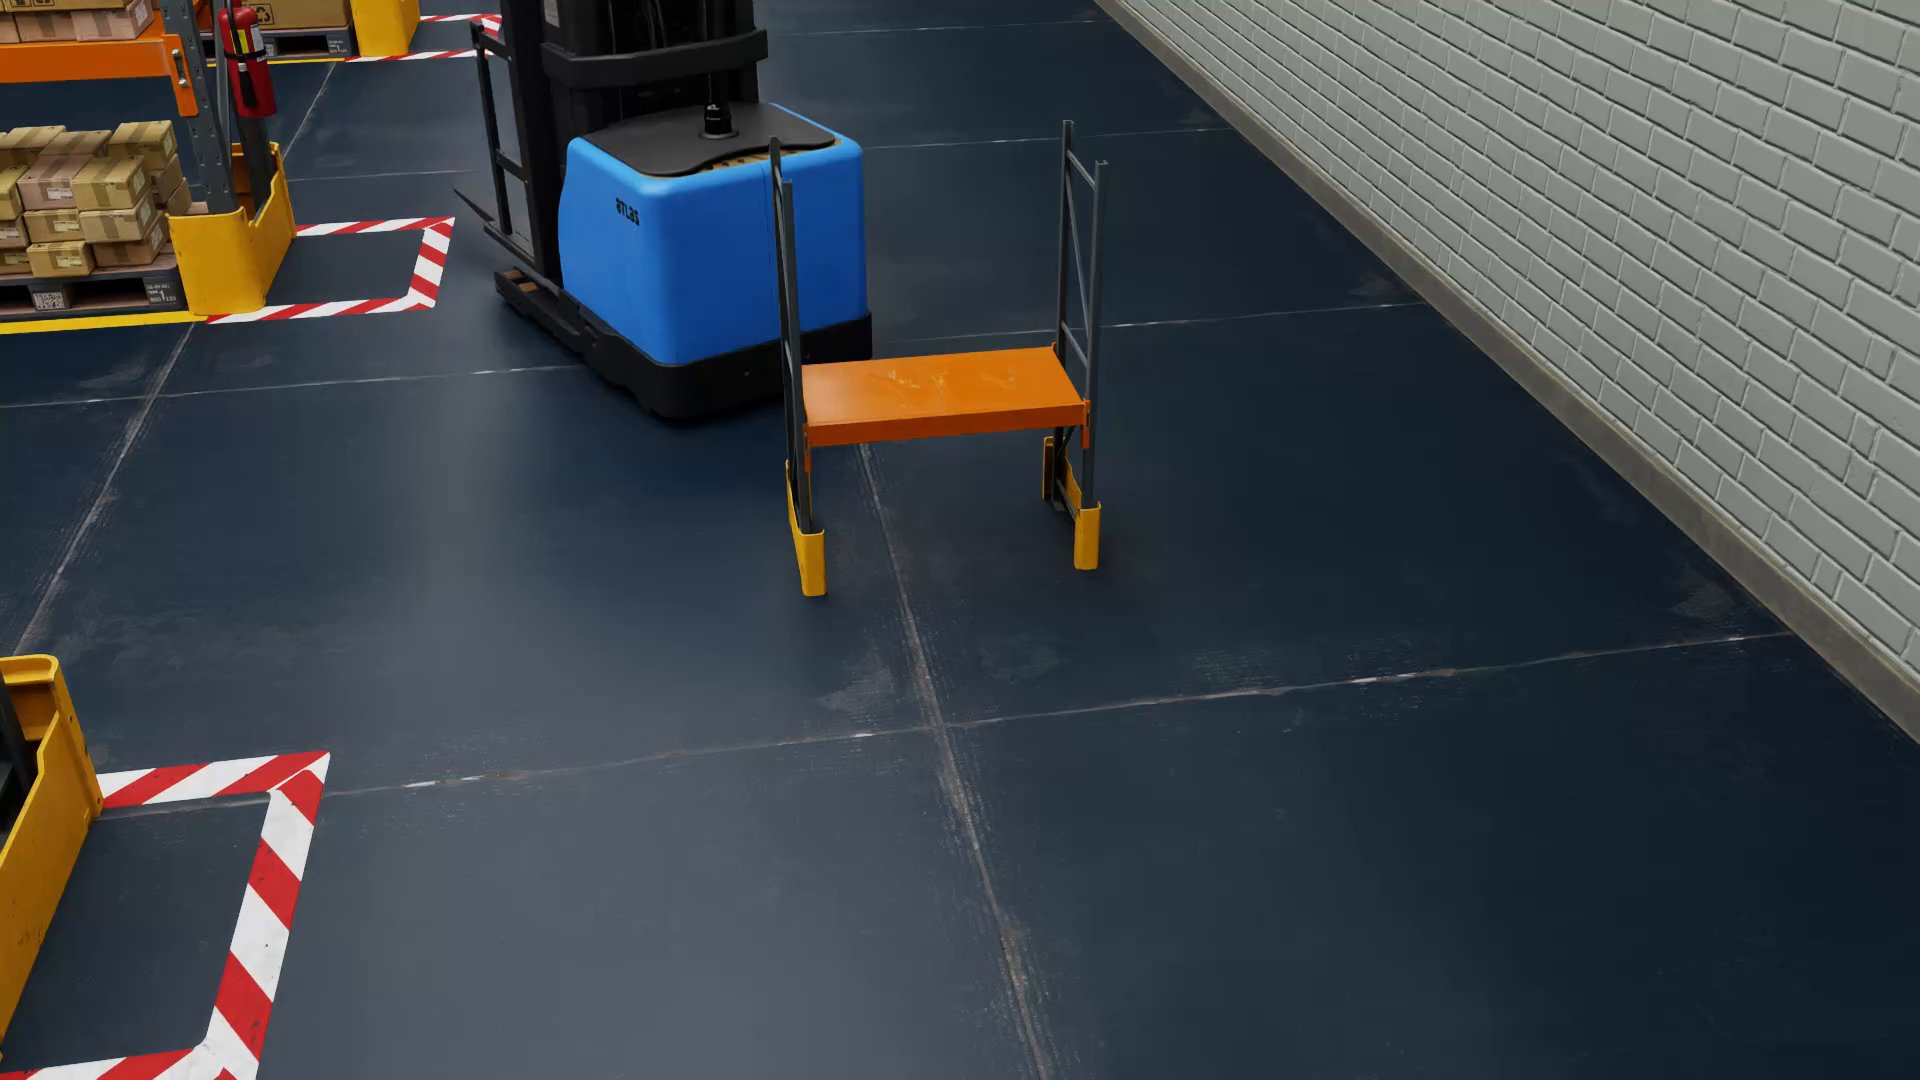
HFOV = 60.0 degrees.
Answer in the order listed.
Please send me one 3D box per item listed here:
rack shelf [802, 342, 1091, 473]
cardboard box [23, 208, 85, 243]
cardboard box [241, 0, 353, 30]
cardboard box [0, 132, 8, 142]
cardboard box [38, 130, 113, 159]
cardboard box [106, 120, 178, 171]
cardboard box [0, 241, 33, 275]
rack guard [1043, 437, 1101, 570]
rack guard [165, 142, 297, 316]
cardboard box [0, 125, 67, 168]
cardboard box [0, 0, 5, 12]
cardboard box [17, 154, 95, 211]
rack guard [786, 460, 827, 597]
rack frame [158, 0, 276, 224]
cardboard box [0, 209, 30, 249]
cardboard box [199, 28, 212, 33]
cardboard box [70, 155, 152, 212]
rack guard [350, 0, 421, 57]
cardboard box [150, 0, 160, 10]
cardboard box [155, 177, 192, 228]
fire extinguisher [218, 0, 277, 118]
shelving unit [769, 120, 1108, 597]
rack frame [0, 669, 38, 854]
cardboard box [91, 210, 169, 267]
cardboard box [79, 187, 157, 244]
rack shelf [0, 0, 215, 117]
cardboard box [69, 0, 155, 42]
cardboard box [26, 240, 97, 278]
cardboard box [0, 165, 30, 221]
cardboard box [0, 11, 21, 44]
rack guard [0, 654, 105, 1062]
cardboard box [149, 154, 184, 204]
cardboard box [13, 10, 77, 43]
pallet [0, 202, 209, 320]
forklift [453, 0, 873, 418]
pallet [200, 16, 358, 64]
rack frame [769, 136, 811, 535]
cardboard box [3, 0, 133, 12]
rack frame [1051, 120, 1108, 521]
[{"bbox_3d":[-0.084,-0.484,5.948,1.000,0.185,0.538,-5,31,-9],"label":"rack shelf"},{"bbox_3d":[-4.358,-1.585,8.092,0.250,0.149,0.380,-6,31,-10],"label":"cardboard box"},{"bbox_3d":[-5.032,-4.342,12.356,0.875,0.875,0.875,-5,31,-9],"label":"cardboard box"},{"bbox_3d":[-4.949,-1.914,8.358,0.250,0.149,0.380,-7,31,-11],"label":"cardboard box"},{"bbox_3d":[-4.449,-1.937,8.397,0.250,0.149,0.380,-5,31,-8],"label":"cardboard box"},{"bbox_3d":[-4.200,-2.023,8.542,0.250,0.149,0.380,-7,31,-11],"label":"cardboard box"},{"bbox_3d":[-4.613,-1.437,8.134,0.250,0.149,0.380,-5,31,-9],"label":"cardboard box"},{"bbox_3d":[0.415,-0.146,6.252,0.087,0.250,0.587,-5,31,-9],"label":"rack guard"},{"bbox_3d":[-3.698,-1.608,8.492,0.348,0.500,1.175,-5,31,-9],"label":"rack guard"},{"bbox_3d":[-4.720,-1.978,8.467,0.250,0.149,0.380,-5,31,-9],"label":"cardboard box"},{"bbox_3d":[-4.526,-2.650,7.405,0.500,0.500,0.500,-6,31,-10],"label":"cardboard box"},{"bbox_3d":[-4.356,-1.732,8.048,0.250,0.149,0.380,-5,31,-8],"label":"cardboard box"},{"bbox_3d":[-0.565,-0.055,6.097,0.087,0.250,0.587,-5,31,-9],"label":"rack guard"},{"bbox_3d":[-3.623,-2.693,7.870,0.127,3.000,1.000,-5,31,-9],"label":"rack frame"},{"bbox_3d":[-4.602,-1.534,8.004,0.250,0.149,0.380,-7,31,-11],"label":"cardboard box"},{"bbox_3d":[-5.927,-4.258,12.215,0.875,0.875,0.875,-5,31,-9],"label":"cardboard box"},{"bbox_3d":[-4.098,-1.726,8.038,0.250,0.149,0.380,-5,31,-8],"label":"cardboard box"},{"bbox_3d":[-4.393,-4.099,12.728,0.348,0.500,1.175,-5,31,-9],"label":"rack guard"},{"bbox_3d":[-4.001,-2.718,8.161,0.250,0.149,0.380,-6,31,-9],"label":"cardboard box"},{"bbox_3d":[-4.196,-1.756,8.676,0.250,0.149,0.380,-5,31,-8],"label":"cardboard box"},{"bbox_3d":[-3.292,-2.291,7.632,0.183,0.674,0.296,-5,31,-9],"label":"fire extinguisher"},{"bbox_3d":[-0.075,-0.640,5.858,1.083,1.500,0.587,-5,31,-9],"label":"shelving unit"},{"bbox_3d":[-2.632,-0.234,3.688,0.127,3.000,1.000,-5,31,-9],"label":"rack frame"},{"bbox_3d":[-4.103,-1.493,8.227,0.250,0.149,0.380,-5,31,-8],"label":"cardboard box"},{"bbox_3d":[-4.091,-1.582,8.087,0.250,0.149,0.380,-6,31,-10],"label":"cardboard box"},{"bbox_3d":[-5.590,-2.200,7.742,4.000,0.370,1.077,-5,31,-9],"label":"rack shelf"},{"bbox_3d":[-3.893,-2.414,7.643,0.250,0.149,0.380,-5,31,-9],"label":"cardboard box"},{"bbox_3d":[-4.338,-1.419,8.102,0.250,0.149,0.380,-4,31,-7],"label":"cardboard box"},{"bbox_3d":[-4.587,-1.645,7.900,0.250,0.149,0.380,-6,31,-10],"label":"cardboard box"},{"bbox_3d":[-4.388,-2.379,7.585,0.250,0.149,0.380,-6,31,-9],"label":"cardboard box"},{"bbox_3d":[-2.608,0.842,4.326,0.348,0.500,1.175,-5,31,-9],"label":"rack guard"},{"bbox_3d":[-4.185,-1.853,8.547,0.250,0.149,0.380,-4,31,-7],"label":"cardboard box"},{"bbox_3d":[-4.144,-2.410,7.636,0.250,0.149,0.380,-5,31,-9],"label":"cardboard box"},{"bbox_3d":[-4.503,-1.427,8.469,1.213,0.211,1.003,-5,31,-9],"label":"pallet"},{"bbox_3d":[-1.641,-2.474,7.565,1.130,2.935,3.031,-19,36,-29],"label":"forklift"},{"bbox_3d":[-5.189,-3.861,12.607,1.213,0.211,1.003,-5,31,-9],"label":"pallet"},{"bbox_3d":[-0.584,-0.592,5.778,0.032,1.500,0.500,-5,31,-9],"label":"rack frame"},{"bbox_3d":[-4.019,-2.695,7.481,0.500,0.500,0.500,-5,31,-8],"label":"cardboard box"},{"bbox_3d":[0.416,-0.685,5.936,0.032,1.500,0.500,-5,31,-9],"label":"rack frame"}]
